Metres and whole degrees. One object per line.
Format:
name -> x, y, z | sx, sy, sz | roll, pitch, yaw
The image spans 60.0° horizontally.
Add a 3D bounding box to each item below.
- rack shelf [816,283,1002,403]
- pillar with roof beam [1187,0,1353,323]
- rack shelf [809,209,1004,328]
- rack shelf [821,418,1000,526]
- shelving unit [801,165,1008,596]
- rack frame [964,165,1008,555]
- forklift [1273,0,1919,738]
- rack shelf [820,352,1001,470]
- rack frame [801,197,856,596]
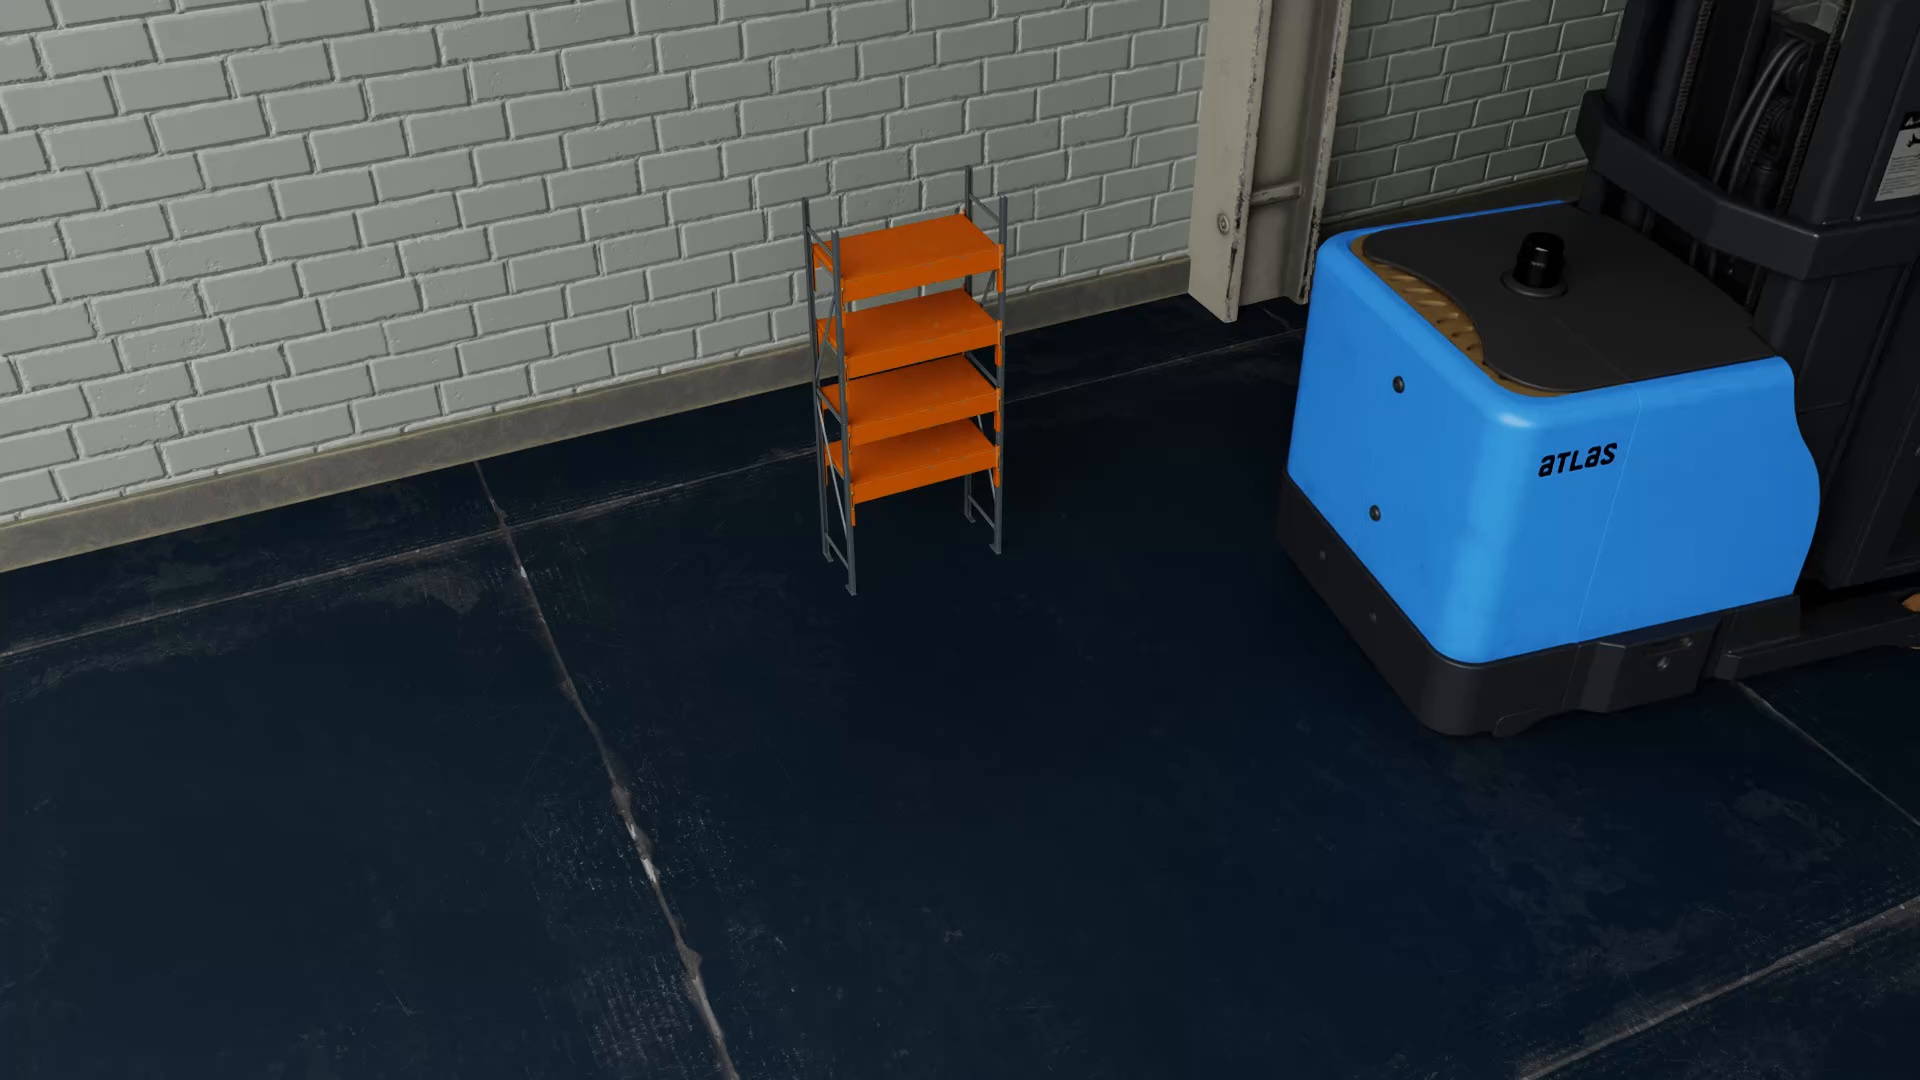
rack shelf -> -0.150, -0.566, 4.743 | 0.480, 0.148, 0.258 | -16, 39, -20
pillar with roof beam -> 2.960, -2.256, 0.738 | 0.400, 9.000, 9.100 | -16, 39, -20
rack shelf -> -0.150, -0.756, 4.602 | 0.480, 0.148, 0.258 | -16, 39, -20
rack shelf -> -0.150, -0.226, 4.994 | 0.480, 0.148, 0.258 | -16, 39, -20
shelving unit -> -0.150, -0.440, 4.836 | 0.503, 1.200, 0.258 | -16, 39, -20
rack frame -> 0.071, -0.502, 4.919 | 0.015, 1.200, 0.240 | -16, 39, -20
forklift -> 2.546, -1.151, 4.342 | 3.031, 2.935, 1.130 | -11, 38, -14
rack shelf -> -0.150, -0.386, 4.876 | 0.480, 0.148, 0.258 | -16, 39, -20
rack frame -> -0.371, -0.378, 4.753 | 0.015, 1.200, 0.240 | -16, 39, -20
